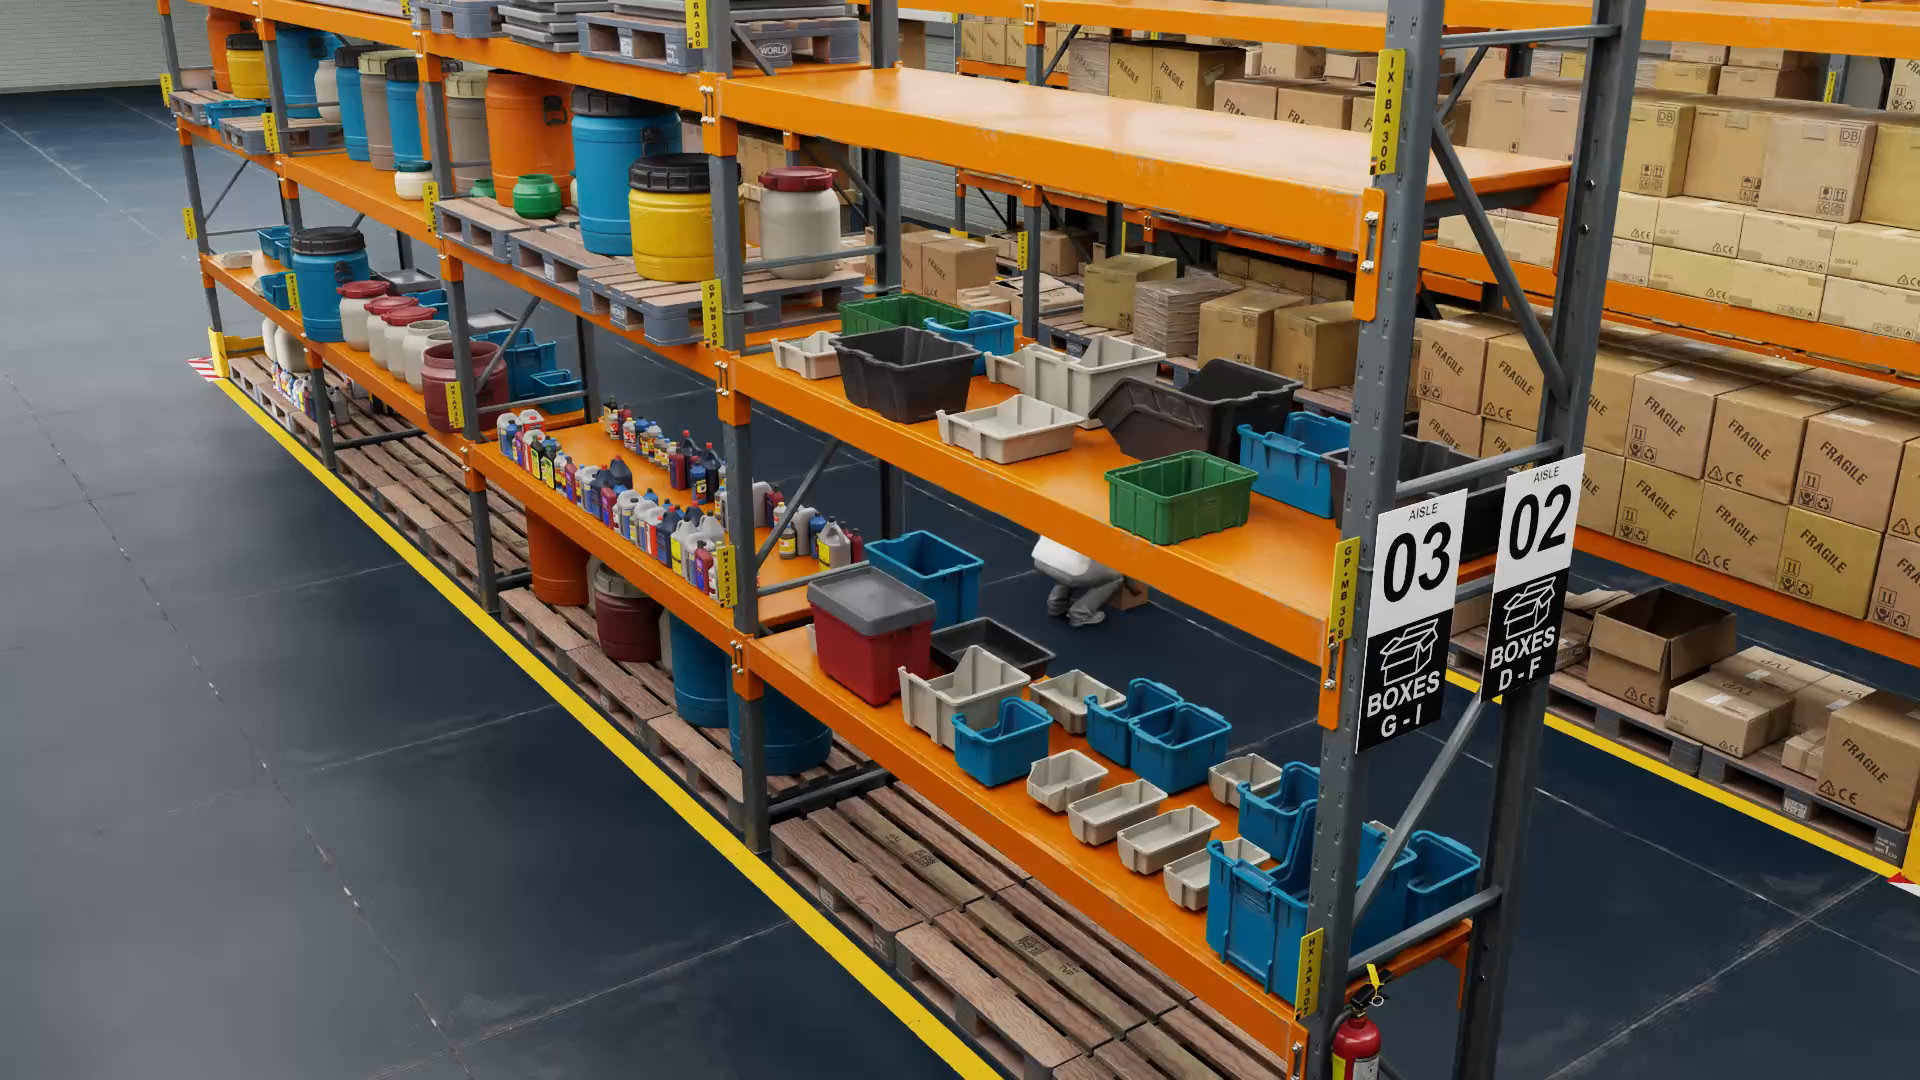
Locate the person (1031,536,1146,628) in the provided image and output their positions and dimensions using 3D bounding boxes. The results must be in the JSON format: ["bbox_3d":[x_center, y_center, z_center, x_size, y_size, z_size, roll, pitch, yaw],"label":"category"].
[{"bbox_3d":[0.937,0.091,11.987,0.913,0.930,0.538,-15,26,-33],"label":"person"}]
